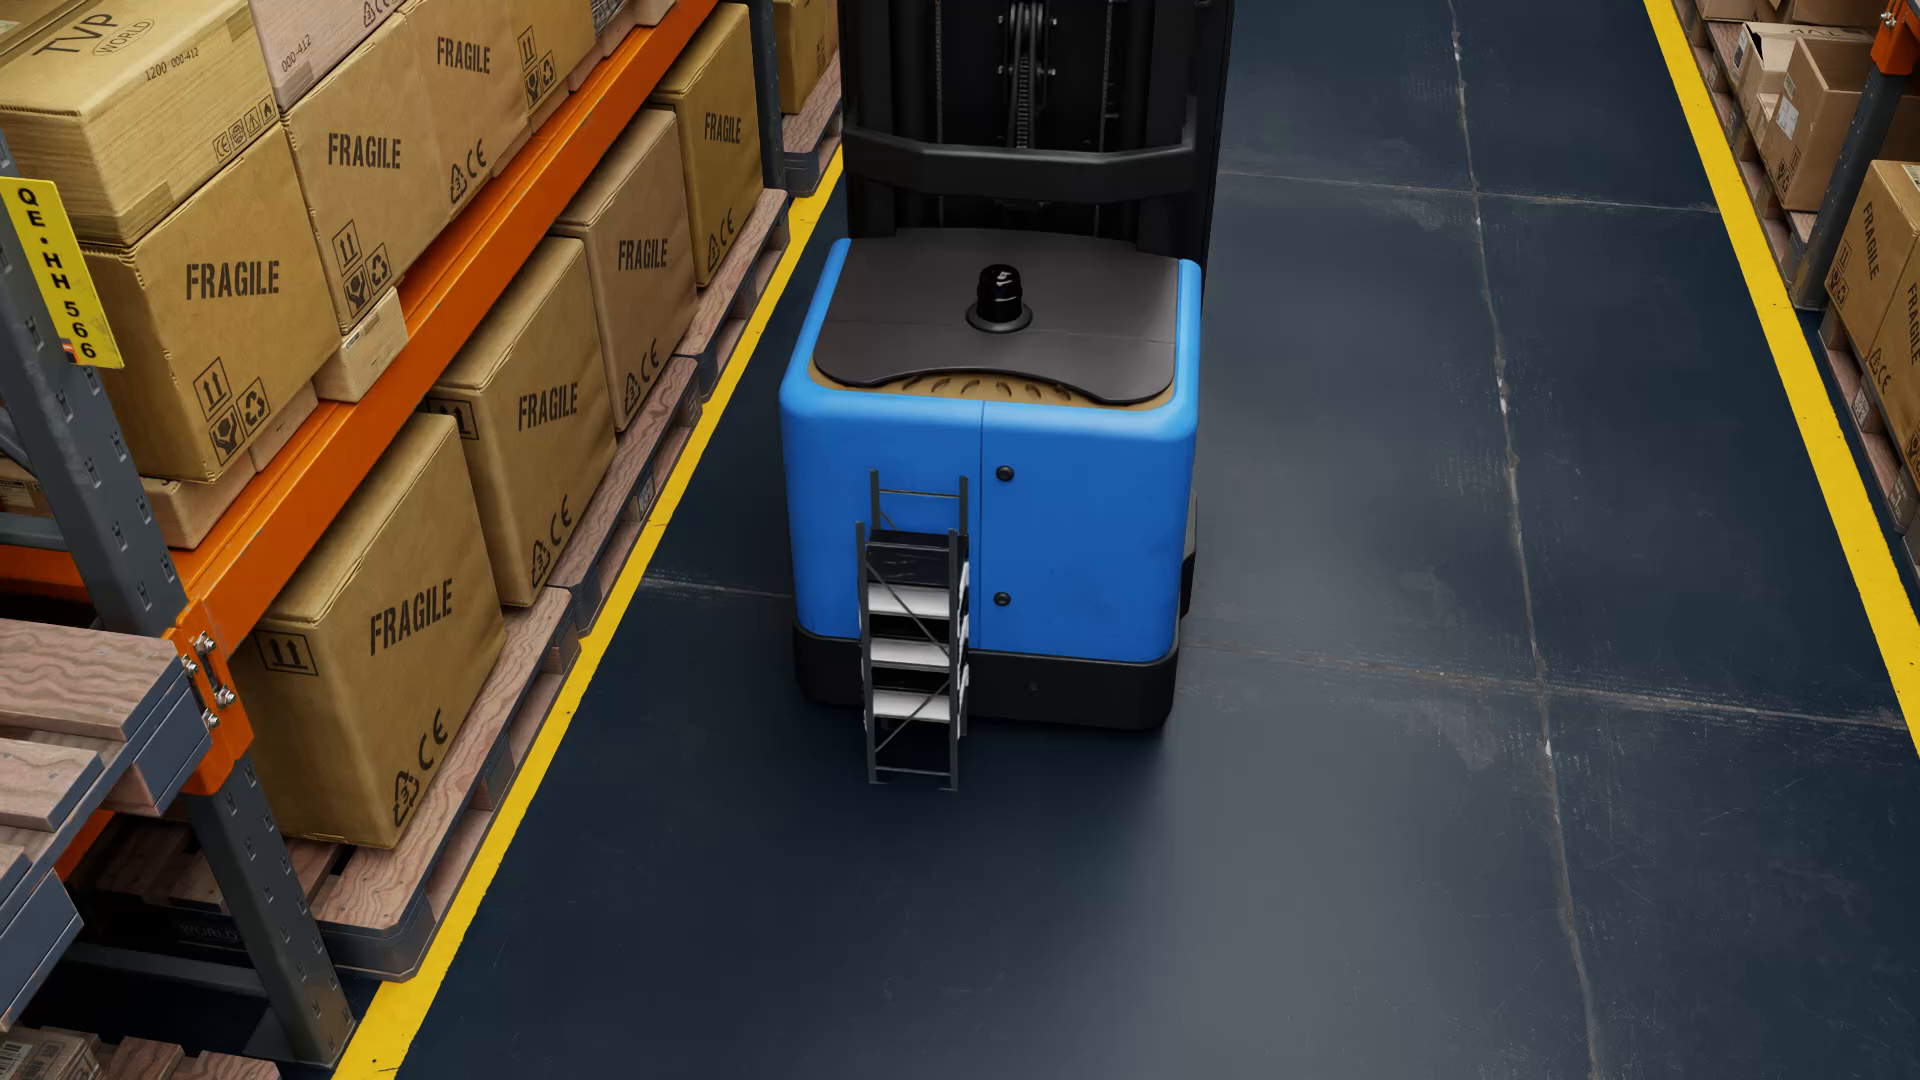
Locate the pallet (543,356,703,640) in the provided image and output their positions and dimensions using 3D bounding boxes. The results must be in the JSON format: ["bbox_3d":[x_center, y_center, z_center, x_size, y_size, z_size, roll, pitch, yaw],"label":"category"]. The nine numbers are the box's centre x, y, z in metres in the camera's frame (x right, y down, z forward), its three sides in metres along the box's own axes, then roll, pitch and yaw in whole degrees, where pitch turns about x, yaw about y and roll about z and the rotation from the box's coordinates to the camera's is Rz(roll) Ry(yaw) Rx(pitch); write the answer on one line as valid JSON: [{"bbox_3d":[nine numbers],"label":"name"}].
[{"bbox_3d":[-1.484,-0.216,5.345,1.003,0.211,1.213,6,40,8],"label":"pallet"}]

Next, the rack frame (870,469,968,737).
[{"bbox_3d":[-0.100,0.186,4.319,0.240,0.900,0.006,4,40,5],"label":"rack frame"}]

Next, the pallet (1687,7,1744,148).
[{"bbox_3d":[3.992,-2.131,7.662,1.003,0.211,1.213,6,40,8],"label":"pallet"}]

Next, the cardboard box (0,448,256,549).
[{"bbox_3d":[-1.623,-0.133,3.238,0.380,0.149,0.250,6,40,7],"label":"cardboard box"}]

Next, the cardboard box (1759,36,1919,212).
[{"bbox_3d":[3.482,-1.602,6.450,0.500,0.500,0.500,6,40,8],"label":"cardboard box"}]

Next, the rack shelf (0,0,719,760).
[{"bbox_3d":[-1.562,-1.019,4.692,1.077,0.370,4.000,6,40,8],"label":"rack shelf"}]

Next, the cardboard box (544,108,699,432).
[{"bbox_3d":[-1.352,-0.904,5.347,0.750,0.750,0.750,8,40,9],"label":"cardboard box"}]

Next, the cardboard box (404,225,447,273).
[{"bbox_3d":[-1.483,-0.782,4.024,0.380,0.149,0.250,7,40,9],"label":"cardboard box"}]

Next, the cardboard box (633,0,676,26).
[{"bbox_3d":[-1.093,-1.728,5.167,0.380,0.149,0.250,6,40,8],"label":"cardboard box"}]

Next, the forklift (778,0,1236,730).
[{"bbox_3d":[0.236,-1.549,4.824,1.130,2.935,3.031,4,40,5],"label":"forklift"}]

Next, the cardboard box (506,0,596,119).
[{"bbox_3d":[-1.303,-1.445,4.316,0.500,0.500,0.500,7,40,9],"label":"cardboard box"}]

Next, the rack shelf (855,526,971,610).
[{"bbox_3d":[-0.112,0.067,4.091,0.258,0.077,0.200,4,40,5],"label":"rack shelf"}]

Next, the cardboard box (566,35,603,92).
[{"bbox_3d":[-1.259,-1.426,4.802,0.380,0.149,0.250,5,40,6],"label":"cardboard box"}]

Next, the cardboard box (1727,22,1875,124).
[{"bbox_3d":[3.612,-2.000,7.080,0.500,0.311,0.500,6,40,8],"label":"cardboard box"}]

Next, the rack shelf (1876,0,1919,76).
[{"bbox_3d":[3.317,-0.475,4.035,1.077,0.370,4.000,6,40,8],"label":"rack shelf"}]

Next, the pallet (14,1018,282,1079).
[{"bbox_3d":[-2.045,1.524,3.241,1.003,0.211,1.213,6,40,8],"label":"pallet"}]

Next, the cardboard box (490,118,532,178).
[{"bbox_3d":[-1.369,-1.096,4.404,0.380,0.149,0.250,7,40,8],"label":"cardboard box"}]

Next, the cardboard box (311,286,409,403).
[{"bbox_3d":[-1.442,-0.447,3.618,0.380,0.149,0.250,8,40,9],"label":"cardboard box"}]

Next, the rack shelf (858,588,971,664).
[{"bbox_3d":[-0.112,0.206,4.205,0.258,0.077,0.200,4,40,5],"label":"rack shelf"}]

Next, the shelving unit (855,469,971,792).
[{"bbox_3d":[-0.112,0.250,4.242,0.258,0.900,0.210,4,40,5],"label":"shelving unit"}]

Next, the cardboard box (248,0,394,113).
[{"bbox_3d":[-1.484,-1.084,3.291,0.500,0.250,0.500,6,40,7],"label":"cardboard box"}]

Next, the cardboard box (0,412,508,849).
[{"bbox_3d":[-1.652,0.179,4.037,0.750,0.750,0.750,6,40,7],"label":"cardboard box"}]

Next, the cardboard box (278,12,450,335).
[{"bbox_3d":[-1.473,-0.806,3.543,0.500,0.500,0.500,8,40,9],"label":"cardboard box"}]

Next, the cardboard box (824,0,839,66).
[{"bbox_3d":[-0.896,-2.522,7.579,0.700,0.500,0.500,6,40,7],"label":"cardboard box"}]

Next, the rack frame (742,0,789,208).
[{"bbox_3d":[-1.216,-2.551,5.981,1.000,3.000,0.127,6,40,8],"label":"rack frame"}]

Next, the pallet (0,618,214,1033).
[{"bbox_3d":[-1.927,0.492,2.451,1.213,0.211,1.003,6,40,8],"label":"pallet"}]

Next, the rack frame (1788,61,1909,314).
[{"bbox_3d":[3.663,-2.007,5.324,1.000,3.000,0.127,6,40,8],"label":"rack frame"}]

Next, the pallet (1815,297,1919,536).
[{"bbox_3d":[3.560,-0.418,5.590,1.003,0.211,1.213,6,40,8],"label":"pallet"}]

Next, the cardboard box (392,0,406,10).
[{"bbox_3d":[-1.401,-1.399,3.671,0.500,0.250,0.500,7,40,8],"label":"cardboard box"}]

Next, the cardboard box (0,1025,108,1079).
[{"bbox_3d":[-1.982,1.211,3.048,0.700,0.500,0.500,7,40,8],"label":"cardboard box"}]

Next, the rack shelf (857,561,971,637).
[{"bbox_3d":[-0.112,0.137,4.148,0.258,0.077,0.200,4,40,5],"label":"rack shelf"}]

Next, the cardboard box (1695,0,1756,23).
[{"bbox_3d":[3.809,-2.690,7.962,0.500,0.250,0.500,6,40,8],"label":"cardboard box"}]

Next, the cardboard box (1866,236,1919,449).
[{"bbox_3d":[3.258,-0.601,5.239,0.500,0.500,0.500,7,40,8],"label":"cardboard box"}]
